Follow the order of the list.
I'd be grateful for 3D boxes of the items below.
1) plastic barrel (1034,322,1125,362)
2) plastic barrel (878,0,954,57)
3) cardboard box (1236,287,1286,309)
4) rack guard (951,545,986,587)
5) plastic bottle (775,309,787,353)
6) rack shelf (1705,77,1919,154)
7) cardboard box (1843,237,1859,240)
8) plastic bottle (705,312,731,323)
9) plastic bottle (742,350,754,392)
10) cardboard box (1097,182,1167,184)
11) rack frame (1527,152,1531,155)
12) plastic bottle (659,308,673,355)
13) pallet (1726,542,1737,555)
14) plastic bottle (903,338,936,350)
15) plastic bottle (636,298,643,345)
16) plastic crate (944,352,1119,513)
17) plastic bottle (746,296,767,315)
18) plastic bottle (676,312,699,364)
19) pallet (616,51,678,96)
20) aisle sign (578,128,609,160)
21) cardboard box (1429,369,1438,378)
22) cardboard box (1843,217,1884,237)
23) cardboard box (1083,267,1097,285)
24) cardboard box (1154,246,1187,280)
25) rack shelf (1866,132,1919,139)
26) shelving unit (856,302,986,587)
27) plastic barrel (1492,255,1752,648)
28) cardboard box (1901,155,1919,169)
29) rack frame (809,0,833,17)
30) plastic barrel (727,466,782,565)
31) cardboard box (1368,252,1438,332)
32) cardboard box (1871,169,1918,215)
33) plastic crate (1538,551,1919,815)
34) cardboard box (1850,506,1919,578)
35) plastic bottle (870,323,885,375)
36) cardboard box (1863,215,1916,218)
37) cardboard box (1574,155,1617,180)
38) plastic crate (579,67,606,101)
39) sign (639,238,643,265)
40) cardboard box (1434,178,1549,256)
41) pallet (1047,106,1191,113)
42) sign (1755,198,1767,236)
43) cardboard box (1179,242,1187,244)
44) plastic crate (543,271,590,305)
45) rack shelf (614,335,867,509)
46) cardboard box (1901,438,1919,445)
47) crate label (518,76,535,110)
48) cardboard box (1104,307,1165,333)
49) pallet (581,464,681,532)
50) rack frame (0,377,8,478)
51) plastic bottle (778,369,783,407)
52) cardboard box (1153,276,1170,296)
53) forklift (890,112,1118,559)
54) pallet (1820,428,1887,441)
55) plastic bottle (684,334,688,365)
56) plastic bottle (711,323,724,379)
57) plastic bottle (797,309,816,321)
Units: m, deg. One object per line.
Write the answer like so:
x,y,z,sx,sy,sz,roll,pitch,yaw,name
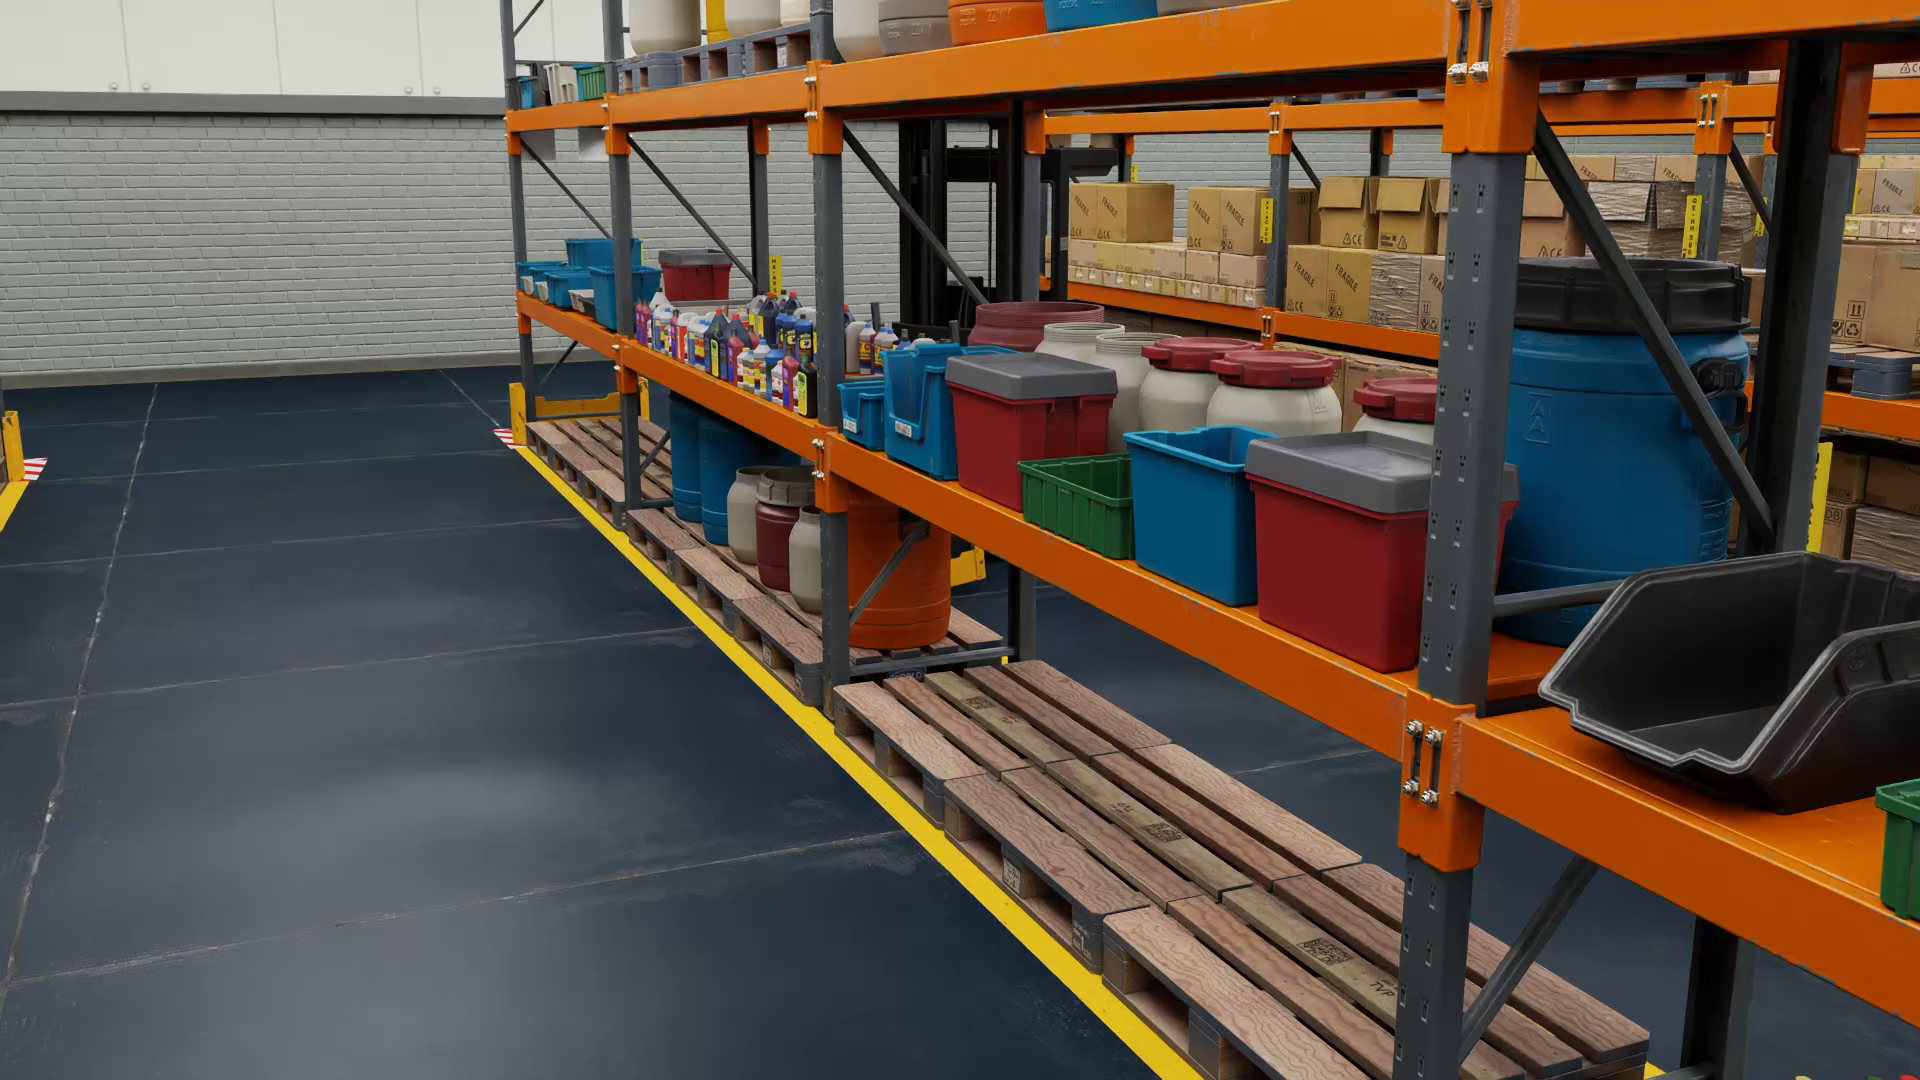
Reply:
0.476,-0.569,6.428,0.421,0.512,0.421,0,13,0,plastic barrel
-0.002,-2.224,6.063,0.600,0.901,0.600,0,13,0,plastic barrel
2.382,-1.892,12.951,0.380,0.149,0.250,-6,14,-23,cardboard box
-0.132,0.151,9.450,0.587,0.250,0.087,-13,19,-25,rack guard
-1.039,-1.224,9.793,0.097,0.271,0.097,0,13,0,plastic bottle
5.208,-1.853,7.166,1.077,0.370,4.000,-6,14,-23,rack shelf
7.335,-2.406,13.580,0.380,0.149,0.250,-5,14,-22,cardboard box
-1.388,-1.166,9.531,0.152,0.276,0.135,-6,14,-23,plastic bottle
-1.041,-0.850,8.330,0.097,0.201,0.097,0,13,0,plastic bottle
1.638,-3.168,15.916,0.500,0.500,0.500,-5,14,-22,cardboard box
5.787,-3.235,18.195,1.000,3.000,0.127,-6,14,-23,rack frame
-1.730,-1.239,9.858,0.097,0.271,0.097,0,13,0,plastic bottle
4.160,0.034,10.256,1.003,0.211,1.213,-6,14,-23,pallet
-0.194,-0.861,8.215,0.152,0.276,0.135,-6,14,-23,plastic bottle
-1.978,-1.363,10.365,0.061,0.283,0.133,-6,14,-23,plastic bottle
0.235,-0.377,5.706,0.402,0.464,0.583,-6,14,-23,plastic crate
-1.280,-1.421,10.634,0.152,0.276,0.135,-6,14,-23,plastic bottle
-1.527,-1.152,9.471,0.152,0.276,0.135,-6,14,-23,plastic bottle
-1.331,-2.750,9.867,1.213,0.211,1.003,-6,14,-23,pallet
-3.097,-3.668,14.302,0.394,0.787,0.004,-6,14,-23,aisle sign
3.799,-0.654,10.823,1.225,0.875,0.875,-6,14,-23,cardboard box
7.343,-2.547,13.531,0.380,0.149,0.250,-5,14,-22,cardboard box
1.354,-2.423,15.243,0.380,0.149,0.250,-6,14,-24,cardboard box
1.973,-2.333,13.970,0.500,0.250,0.500,-5,14,-22,cardboard box
11.083,-4.401,18.174,1.077,0.370,4.000,-6,14,-23,rack shelf
-0.418,-0.555,9.692,0.587,1.500,1.083,-13,19,-25,shelving unit
1.593,-0.233,4.111,0.600,0.901,0.708,-6,14,-23,plastic barrel
10.677,-4.187,18.431,0.380,0.149,0.250,-5,14,-22,cardboard box
-0.132,-3.630,6.599,1.000,3.000,0.127,-6,14,-23,rack frame
-1.104,-0.142,9.416,0.421,0.512,0.421,0,13,0,plastic barrel
3.162,-1.705,11.364,0.500,0.500,0.500,-6,14,-24,cardboard box
10.640,-3.902,18.638,0.500,0.500,0.500,-6,14,-23,cardboard box
1.564,0.269,3.195,0.767,0.338,0.504,-6,14,-23,plastic crate
4.927,0.098,8.360,0.700,0.500,0.500,-7,15,-28,cardboard box
-0.430,-1.012,8.850,0.061,0.283,0.133,-6,14,-23,plastic bottle
7.837,-2.660,14.016,0.380,0.149,0.250,-6,14,-25,cardboard box
6.327,-3.481,16.159,0.500,0.500,0.500,-6,14,-25,cardboard box
-2.181,-2.952,10.792,0.450,0.188,0.662,-6,14,-23,plastic crate
-2.839,-2.493,14.627,0.100,0.325,0.005,-6,14,-23,sign
3.595,-2.118,10.922,0.797,0.503,0.637,-5,14,-21,cardboard box
1.509,-4.074,15.363,1.003,0.211,1.213,-6,14,-23,pallet
6.895,-2.780,14.308,0.100,0.325,0.005,-6,14,-23,sign
2.258,-2.486,14.633,0.500,0.250,0.500,-6,14,-23,cardboard box
-3.012,-1.955,12.904,0.416,0.233,0.300,-6,14,-23,plastic crate
-0.933,-0.770,9.142,1.077,0.370,4.000,-6,14,-23,rack shelf
7.878,-1.003,13.162,0.500,0.500,0.500,-5,14,-22,cardboard box
-3.263,-3.530,13.145,0.408,0.251,0.502,-6,14,-23,crate label
1.896,-1.664,15.189,0.875,0.875,0.875,-6,14,-23,cardboard box
-2.064,-0.324,11.801,1.003,0.211,1.213,-6,14,-23,pallet
-7.877,-1.914,12.487,1.000,3.000,0.127,-6,14,-23,rack frame
-0.807,-0.729,7.808,0.097,0.201,0.097,0,13,0,plastic bottle
1.867,-2.158,14.098,0.380,0.149,0.250,-6,14,-24,cardboard box
0.347,-1.545,11.044,1.130,2.935,3.031,9,16,33,forklift
7.702,-0.889,14.244,1.003,0.211,1.213,-6,14,-23,pallet
-1.506,-1.090,9.366,0.097,0.201,0.097,0,13,0,plastic bottle
-1.270,-0.998,8.787,0.061,0.283,0.133,-6,14,-23,plastic bottle
-0.878,-1.214,9.738,0.152,0.276,0.135,-6,14,-23,plastic bottle
